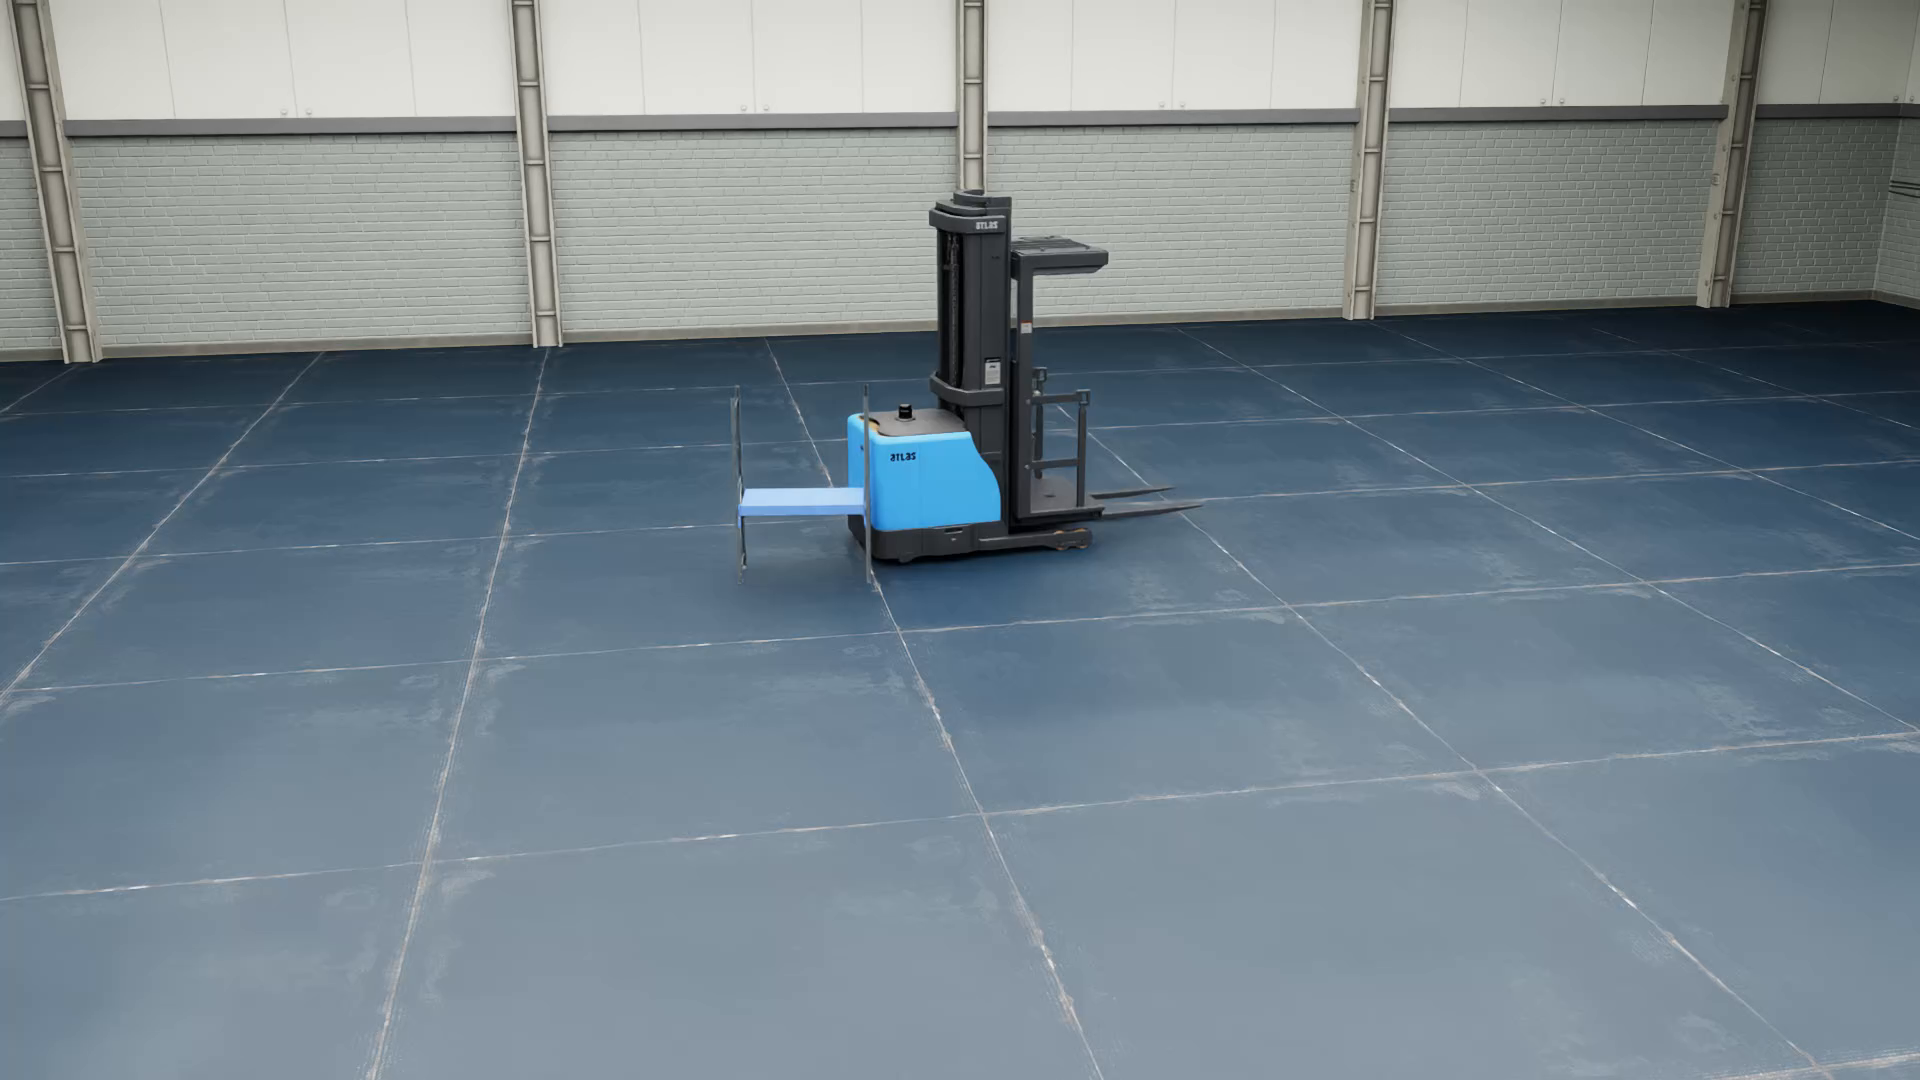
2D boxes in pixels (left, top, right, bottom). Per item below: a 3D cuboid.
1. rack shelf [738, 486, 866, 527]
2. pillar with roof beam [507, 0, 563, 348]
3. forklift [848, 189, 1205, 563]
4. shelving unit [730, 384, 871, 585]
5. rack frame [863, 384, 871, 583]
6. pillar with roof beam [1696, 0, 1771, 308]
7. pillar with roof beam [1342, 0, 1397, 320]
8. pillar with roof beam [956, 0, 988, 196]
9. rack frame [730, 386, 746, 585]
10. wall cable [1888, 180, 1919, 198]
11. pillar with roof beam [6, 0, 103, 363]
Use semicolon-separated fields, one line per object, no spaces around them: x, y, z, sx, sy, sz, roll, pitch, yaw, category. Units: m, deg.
-1.247;-0.270;13.248;1.000;0.185;0.538;-1;17;-3;rack shelf
-4.912;-5.774;17.783;0.400;9.000;9.100;-3;17;-10;pillar with roof beam
0.607;-1.451;14.045;3.031;2.935;1.130;-5;18;-17;forklift
-1.247;-0.442;13.195;1.048;1.500;0.538;-1;17;-3;shelving unit
-0.739;-0.449;13.219;0.032;1.500;0.500;-1;17;-3;rack frame
12.761;-6.776;21.047;0.400;9.000;9.100;-3;17;-10;pillar with roof beam
6.870;-6.442;19.959;0.400;9.000;9.100;-3;17;-10;pillar with roof beam
0.979;-6.108;18.871;0.400;9.000;9.100;-3;17;-10;pillar with roof beam
-1.754;-0.434;13.172;0.032;1.500;0.500;-1;17;-3;rack frame
15.088;-6.316;24.837;0.112;2.526;3.097;-3;17;-10;wall cable
-10.803;-5.440;16.695;0.400;9.000;9.100;-3;17;-10;pillar with roof beam
